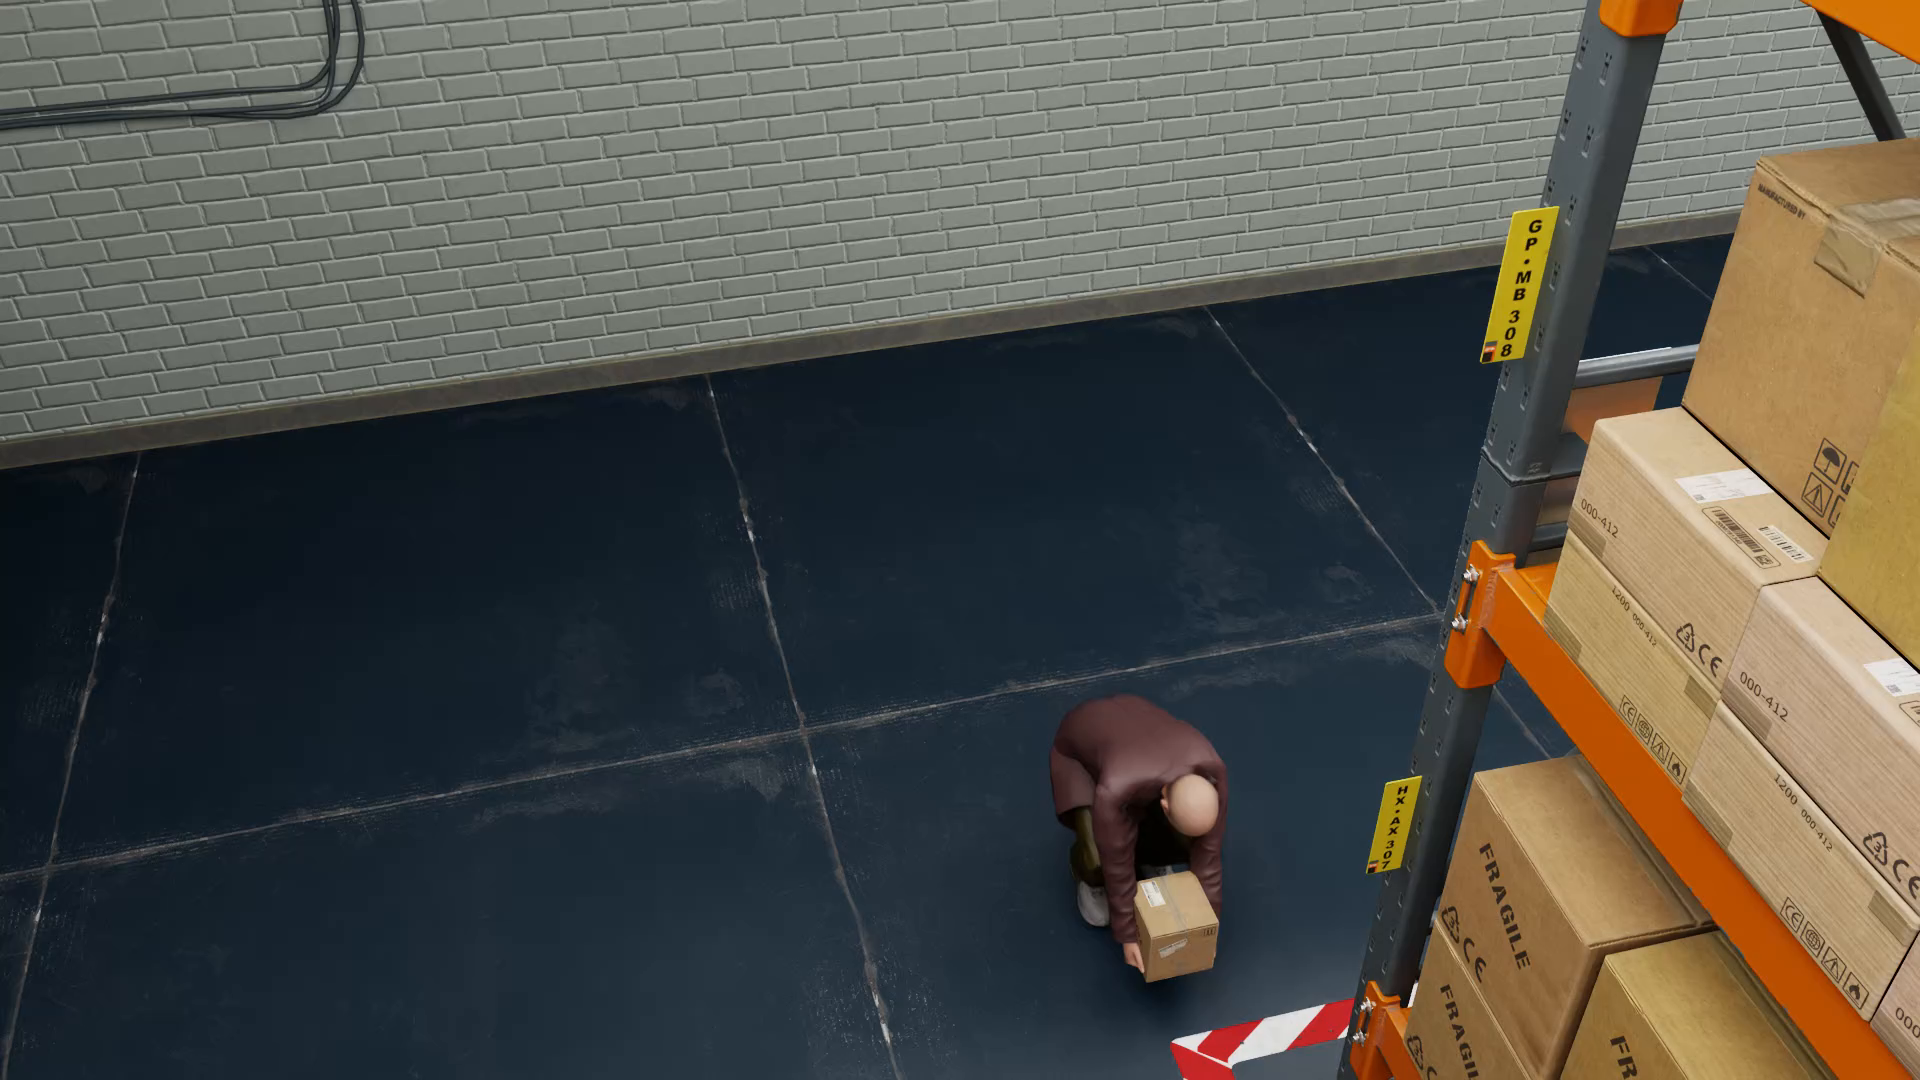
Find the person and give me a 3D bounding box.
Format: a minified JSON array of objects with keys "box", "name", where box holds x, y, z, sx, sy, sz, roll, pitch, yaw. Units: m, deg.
[{"box":[0.651,1.014,6.052,0.583,1.002,0.945,-10,39,-13],"name":"person"}]
